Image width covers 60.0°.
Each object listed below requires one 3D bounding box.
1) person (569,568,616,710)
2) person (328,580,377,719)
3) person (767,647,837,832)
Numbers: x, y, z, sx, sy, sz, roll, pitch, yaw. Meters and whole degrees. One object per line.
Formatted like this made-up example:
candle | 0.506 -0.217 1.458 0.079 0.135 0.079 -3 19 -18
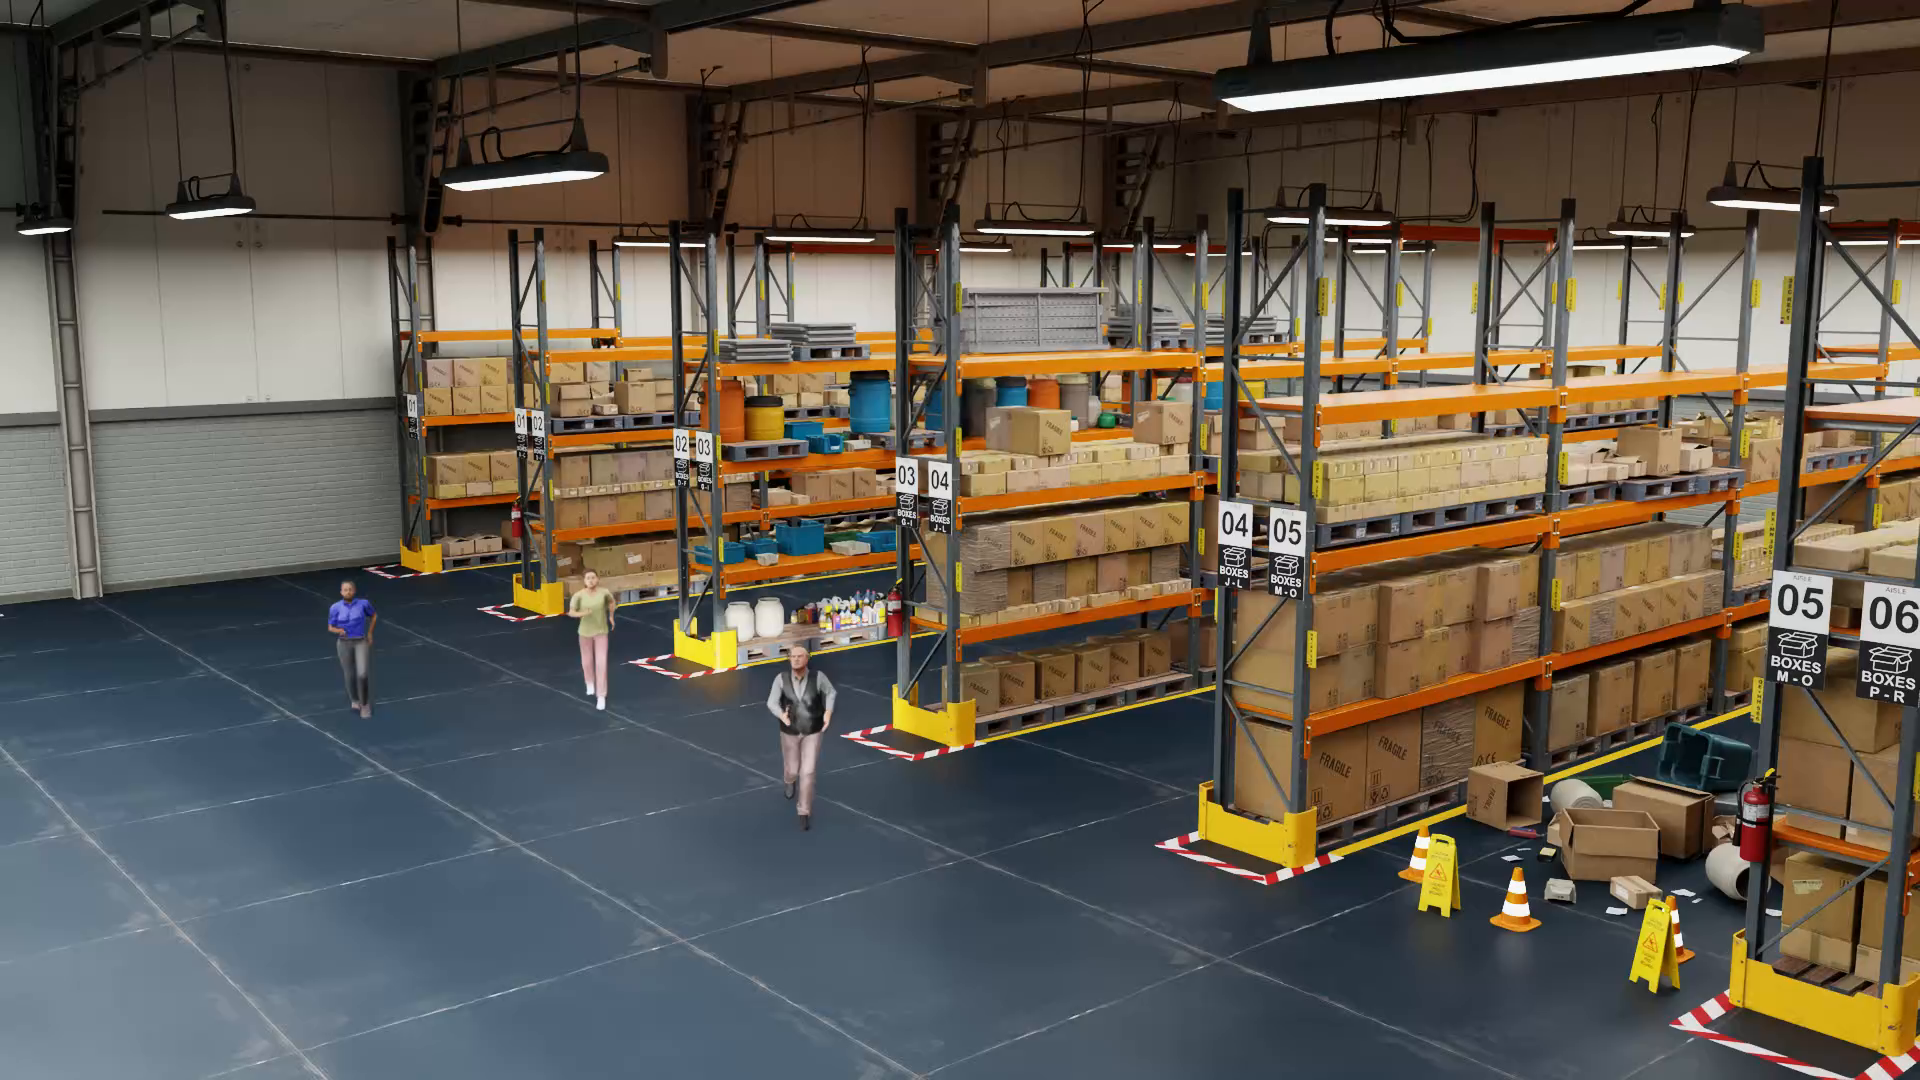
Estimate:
person | -4.527 1.172 20.518 0.562 1.670 0.953 -2 9 -11
person | -7.267 1.316 19.928 0.551 1.695 0.720 -3 9 -16
person | -1.529 1.866 16.132 0.669 1.726 0.905 0 9 -2
